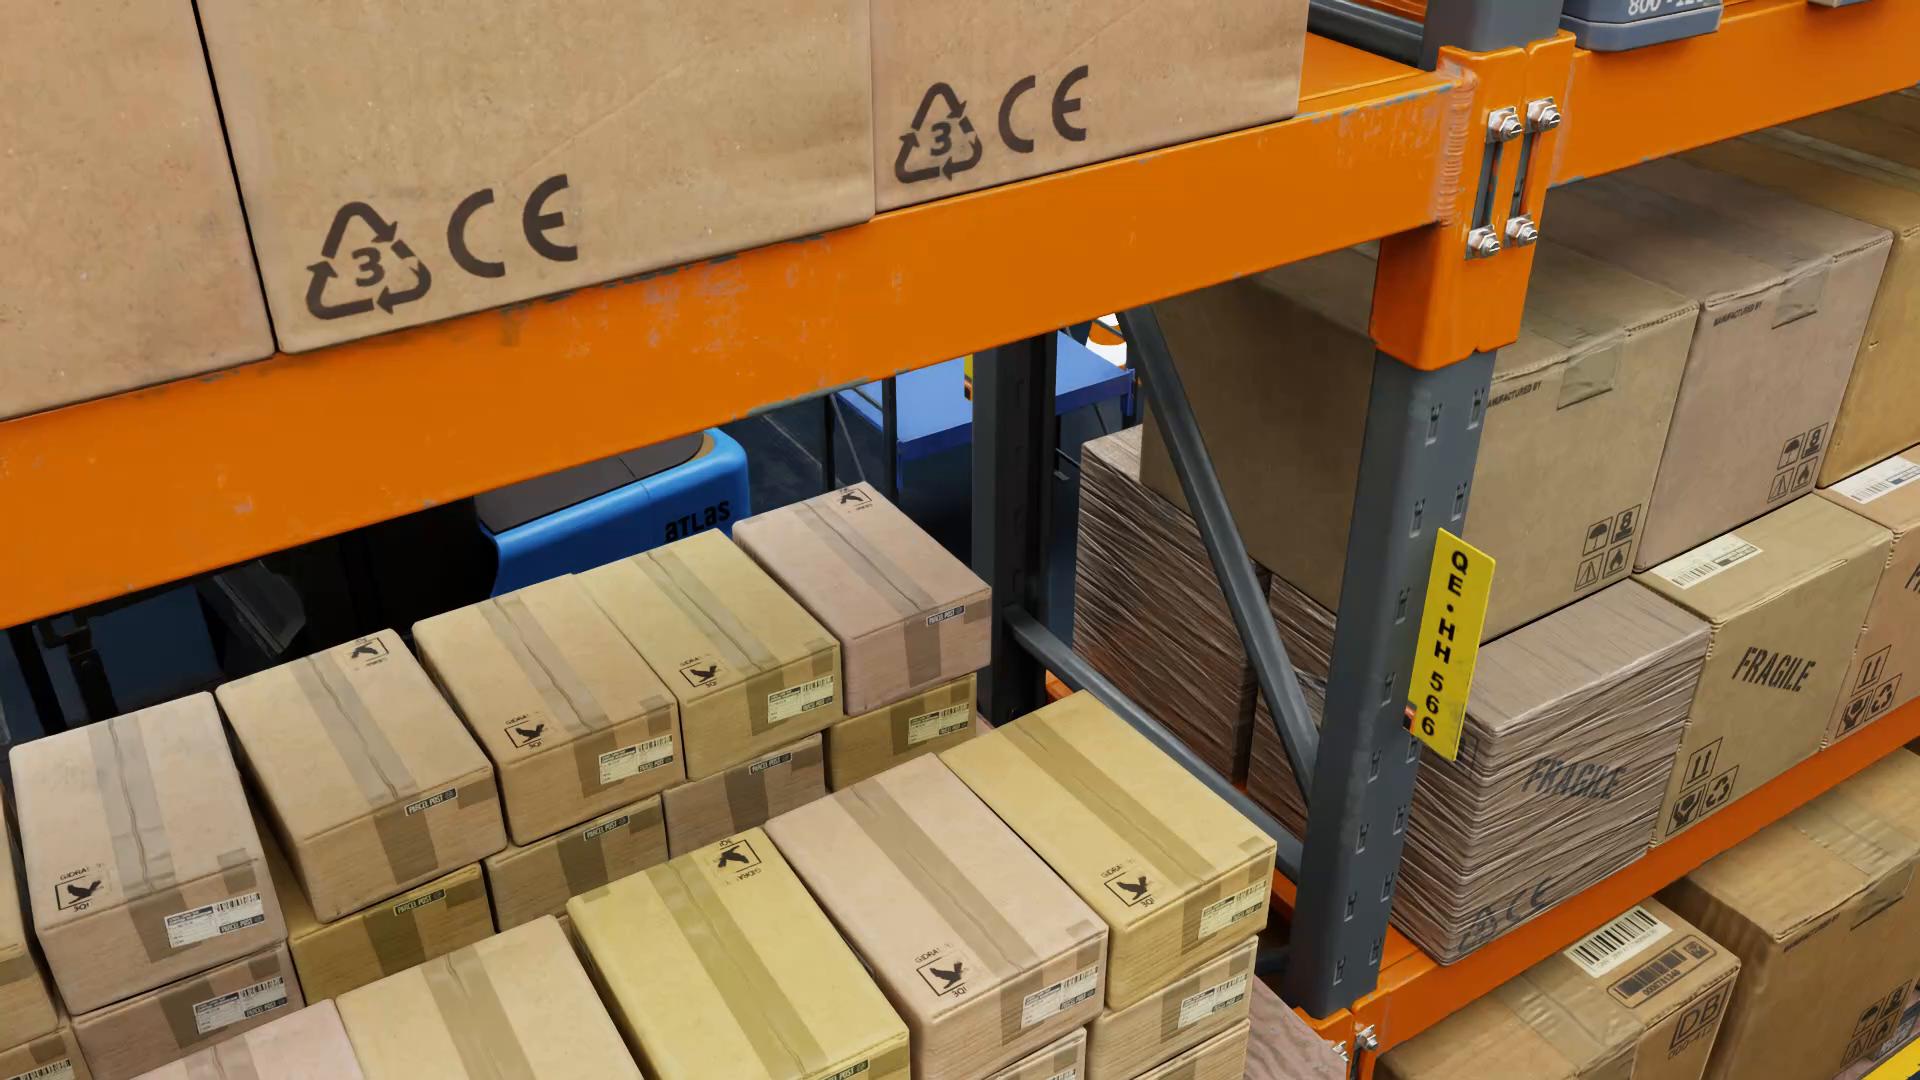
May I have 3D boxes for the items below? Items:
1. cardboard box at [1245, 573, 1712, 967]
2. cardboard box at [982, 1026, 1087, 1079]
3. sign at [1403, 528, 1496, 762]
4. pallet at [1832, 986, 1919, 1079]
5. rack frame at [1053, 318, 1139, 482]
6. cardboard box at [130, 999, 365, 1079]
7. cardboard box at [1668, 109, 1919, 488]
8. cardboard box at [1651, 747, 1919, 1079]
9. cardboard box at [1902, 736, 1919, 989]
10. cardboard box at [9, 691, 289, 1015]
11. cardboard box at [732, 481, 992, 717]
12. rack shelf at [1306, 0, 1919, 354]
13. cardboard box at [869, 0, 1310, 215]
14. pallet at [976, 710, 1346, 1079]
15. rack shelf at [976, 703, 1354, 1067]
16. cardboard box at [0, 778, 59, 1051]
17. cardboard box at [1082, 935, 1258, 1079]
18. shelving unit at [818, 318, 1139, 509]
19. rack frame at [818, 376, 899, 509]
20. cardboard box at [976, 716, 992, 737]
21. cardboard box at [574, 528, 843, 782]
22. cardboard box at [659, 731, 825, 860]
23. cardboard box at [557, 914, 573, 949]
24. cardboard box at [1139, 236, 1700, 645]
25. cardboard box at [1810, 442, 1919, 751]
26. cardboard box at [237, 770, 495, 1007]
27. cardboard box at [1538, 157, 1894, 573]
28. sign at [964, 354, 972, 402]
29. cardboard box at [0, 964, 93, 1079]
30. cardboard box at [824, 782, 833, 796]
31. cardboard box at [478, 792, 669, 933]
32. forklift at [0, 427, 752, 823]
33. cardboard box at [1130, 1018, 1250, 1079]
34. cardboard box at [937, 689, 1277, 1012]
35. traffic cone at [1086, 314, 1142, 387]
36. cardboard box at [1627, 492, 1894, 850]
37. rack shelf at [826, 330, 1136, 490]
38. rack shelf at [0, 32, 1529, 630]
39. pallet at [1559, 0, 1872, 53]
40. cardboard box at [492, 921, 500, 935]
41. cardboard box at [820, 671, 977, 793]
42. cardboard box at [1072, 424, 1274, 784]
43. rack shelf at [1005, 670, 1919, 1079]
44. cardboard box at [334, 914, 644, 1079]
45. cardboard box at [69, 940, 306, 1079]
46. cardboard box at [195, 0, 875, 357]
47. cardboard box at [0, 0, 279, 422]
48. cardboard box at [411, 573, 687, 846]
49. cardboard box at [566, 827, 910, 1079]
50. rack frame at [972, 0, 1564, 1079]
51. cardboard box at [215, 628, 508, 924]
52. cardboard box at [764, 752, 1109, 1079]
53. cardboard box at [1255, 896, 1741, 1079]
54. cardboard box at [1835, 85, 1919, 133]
[{"bbox_3d":[0.864,0.306,2.859,0.500,0.500,0.500,-19,37,-27],"label":"cardboard box"},{"bbox_3d":[-0.052,0.585,2.074,0.250,0.149,0.380,-18,36,-26],"label":"cardboard box"},{"bbox_3d":[0.642,0.142,2.203,0.005,0.325,0.100,-19,37,-27],"label":"sign"},{"bbox_3d":[2.068,0.992,4.479,1.213,0.211,1.003,-19,37,-27],"label":"pallet"},{"bbox_3d":[0.499,-0.806,6.122,0.032,1.500,0.500,-19,37,-27],"label":"rack frame"},{"bbox_3d":[-0.684,0.675,1.653,0.250,0.149,0.380,-19,37,-27],"label":"cardboard box"},{"bbox_3d":[1.578,-0.529,3.247,0.500,0.500,0.700,-20,37,-28],"label":"cardboard box"},{"bbox_3d":[1.634,0.741,3.978,0.750,0.750,1.050,-18,37,-27],"label":"cardboard box"},{"bbox_3d":[2.417,0.472,4.406,0.750,0.750,1.050,-19,37,-27],"label":"cardboard box"},{"bbox_3d":[-1.035,0.384,2.114,0.250,0.149,0.380,-17,36,-25],"label":"cardboard box"},{"bbox_3d":[-0.157,0.082,2.592,0.250,0.149,0.380,-19,37,-27],"label":"cardboard box"},{"bbox_3d":[2.021,-1.185,3.180,4.000,0.370,1.077,-19,37,-27],"label":"rack shelf"},{"bbox_3d":[-0.002,-0.675,1.603,0.500,0.500,0.500,-19,37,-27],"label":"cardboard box"},{"bbox_3d":[-0.201,0.692,2.521,1.003,0.211,1.213,-19,37,-27],"label":"pallet"},{"bbox_3d":[-1.341,1.240,2.148,4.000,0.370,1.077,-19,37,-27],"label":"rack shelf"},{"bbox_3d":[-1.257,0.462,1.991,0.250,0.149,0.380,-18,36,-26],"label":"cardboard box"},{"bbox_3d":[0.172,0.507,2.198,0.250,0.149,0.380,-18,37,-26],"label":"cardboard box"},{"bbox_3d":[0.072,-0.659,5.889,1.048,1.500,0.538,-19,37,-27],"label":"shelving unit"},{"bbox_3d":[-0.356,-0.512,5.656,0.032,1.500,0.500,-19,37,-27],"label":"rack frame"},{"bbox_3d":[-0.145,0.325,2.766,0.250,0.149,0.380,-20,37,-28],"label":"cardboard box"},{"bbox_3d":[-0.377,0.160,2.469,0.250,0.149,0.380,-20,37,-29],"label":"cardboard box"},{"bbox_3d":[-0.401,0.289,2.543,0.250,0.149,0.380,-17,36,-25],"label":"cardboard box"},{"bbox_3d":[-0.597,0.480,2.519,0.250,0.149,0.380,-17,36,-25],"label":"cardboard box"},{"bbox_3d":[0.723,-0.233,2.777,0.500,0.500,0.700,-19,37,-28],"label":"cardboard box"},{"bbox_3d":[1.714,0.012,3.325,0.500,0.500,0.500,-19,37,-27],"label":"cardboard box"},{"bbox_3d":[-0.836,0.441,2.303,0.250,0.149,0.380,-19,37,-27],"label":"cardboard box"},{"bbox_3d":[1.148,-0.380,3.010,0.500,0.500,0.700,-20,37,-28],"label":"cardboard box"},{"bbox_3d":[0.037,-0.380,2.956,0.005,0.325,0.100,-19,37,-27],"label":"sign"},{"bbox_3d":[-1.256,0.583,2.078,0.250,0.149,0.380,-19,37,-28],"label":"cardboard box"},{"bbox_3d":[-0.371,0.402,2.643,0.250,0.149,0.380,-17,36,-25],"label":"cardboard box"},{"bbox_3d":[-0.624,0.368,2.419,0.250,0.149,0.380,-20,37,-29],"label":"cardboard box"},{"bbox_3d":[-2.035,-0.279,3.945,3.031,2.935,1.130,-24,40,-33],"label":"forklift"},{"bbox_3d":[0.175,0.635,2.274,0.250,0.149,0.380,-18,37,-27],"label":"cardboard box"},{"bbox_3d":[0.177,0.382,2.118,0.250,0.149,0.380,-21,38,-29],"label":"cardboard box"},{"bbox_3d":[0.652,-0.930,7.291,0.334,0.463,0.336,-19,37,-27],"label":"traffic cone"},{"bbox_3d":[1.290,0.158,3.094,0.500,0.500,0.500,-19,37,-28],"label":"cardboard box"},{"bbox_3d":[0.072,-0.507,5.985,1.000,0.185,0.538,-19,37,-27],"label":"rack shelf"},{"bbox_3d":[-1.341,-0.029,1.347,4.000,0.370,1.077,-19,37,-27],"label":"rack shelf"},{"bbox_3d":[0.853,-1.041,2.455,1.003,0.211,1.213,-17,36,-25],"label":"pallet"},{"bbox_3d":[-0.823,0.559,2.394,0.250,0.149,0.380,-17,36,-25],"label":"cardboard box"},{"bbox_3d":[-0.174,0.210,2.669,0.250,0.149,0.380,-17,36,-25],"label":"cardboard box"},{"bbox_3d":[0.574,0.064,3.243,0.500,0.500,0.500,-19,37,-27],"label":"cardboard box"},{"bbox_3d":[2.021,0.083,3.981,4.000,0.370,1.077,-19,37,-27],"label":"rack shelf"},{"bbox_3d":[-0.478,0.608,1.759,0.250,0.149,0.380,-18,36,-26],"label":"cardboard box"},{"bbox_3d":[-1.046,0.512,2.189,0.250,0.149,0.380,-19,37,-27],"label":"cardboard box"},{"bbox_3d":[-0.415,-0.524,1.364,0.500,0.500,0.500,-19,37,-27],"label":"cardboard box"},{"bbox_3d":[-0.838,-0.382,1.138,0.500,0.500,0.500,-19,37,-27],"label":"cardboard box"},{"bbox_3d":[-0.586,0.229,2.360,0.250,0.149,0.380,-19,37,-28],"label":"cardboard box"},{"bbox_3d":[-0.256,0.529,1.884,0.250,0.149,0.380,-18,36,-26],"label":"cardboard box"},{"bbox_3d":[0.342,0.359,2.870,0.053,2.616,0.949,-19,37,-27],"label":"rack frame"},{"bbox_3d":[-0.809,0.305,2.239,0.250,0.149,0.380,-21,38,-29],"label":"cardboard box"},{"bbox_3d":[-0.035,0.453,2.004,0.250,0.149,0.380,-19,37,-28],"label":"cardboard box"},{"bbox_3d":[0.901,0.995,3.575,0.750,0.750,1.050,-20,37,-28],"label":"cardboard box"},{"bbox_3d":[2.007,-0.677,3.481,0.500,0.500,0.700,-19,37,-28],"label":"cardboard box"}]
